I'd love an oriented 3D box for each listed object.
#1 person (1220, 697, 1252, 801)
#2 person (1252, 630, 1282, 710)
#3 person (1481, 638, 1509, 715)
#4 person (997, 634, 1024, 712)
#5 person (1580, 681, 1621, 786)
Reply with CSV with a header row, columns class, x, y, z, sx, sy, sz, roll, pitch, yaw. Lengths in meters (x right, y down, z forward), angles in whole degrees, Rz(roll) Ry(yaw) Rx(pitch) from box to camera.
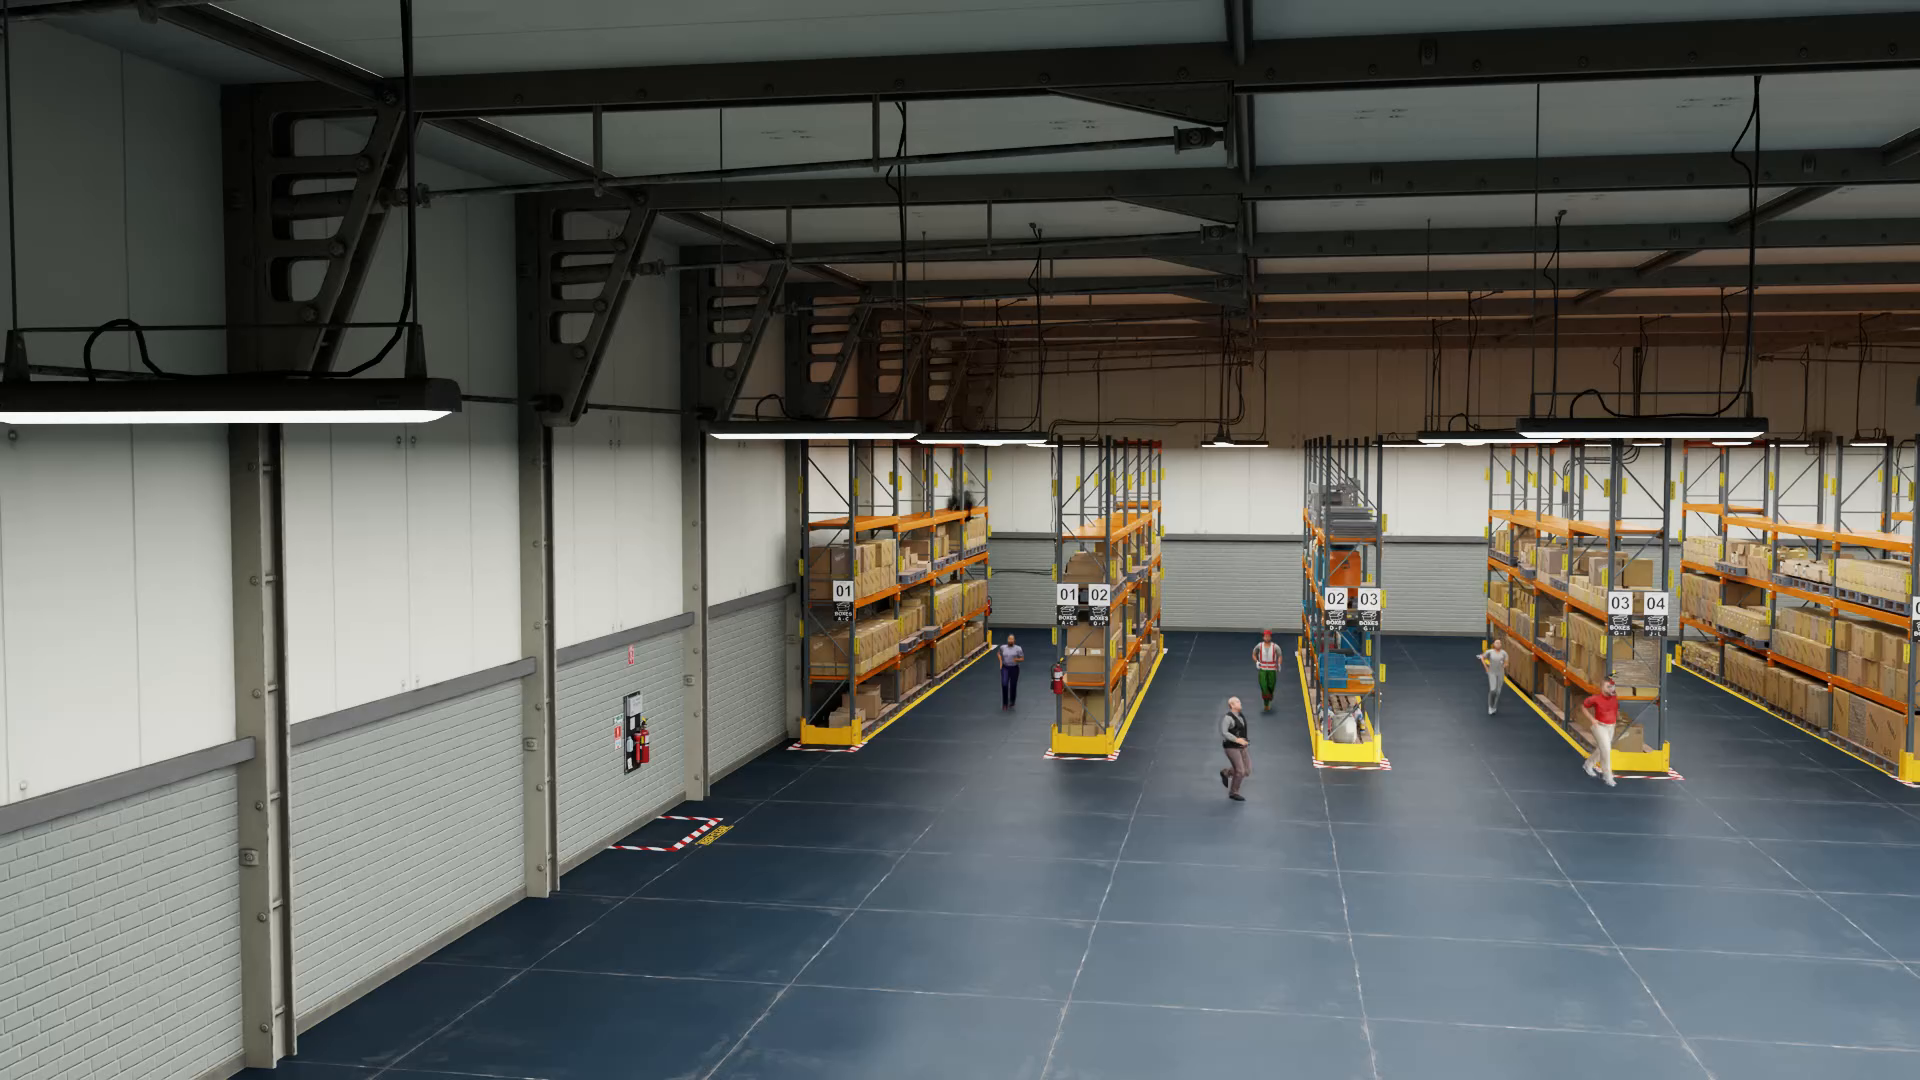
class,x,y,z,sx,sy,sz,roll,pitch,yaw
person,4.501,3.414,27.285,0.609,1.686,0.691,2,4,36
person,6.800,2.866,36.846,0.656,1.745,0.615,1,3,11
person,11.598,2.948,35.986,0.539,1.677,0.692,0,3,5
person,1.121,2.932,36.697,0.588,1.699,0.773,0,3,1
person,11.131,3.305,28.740,0.661,1.755,0.844,-2,3,-27
